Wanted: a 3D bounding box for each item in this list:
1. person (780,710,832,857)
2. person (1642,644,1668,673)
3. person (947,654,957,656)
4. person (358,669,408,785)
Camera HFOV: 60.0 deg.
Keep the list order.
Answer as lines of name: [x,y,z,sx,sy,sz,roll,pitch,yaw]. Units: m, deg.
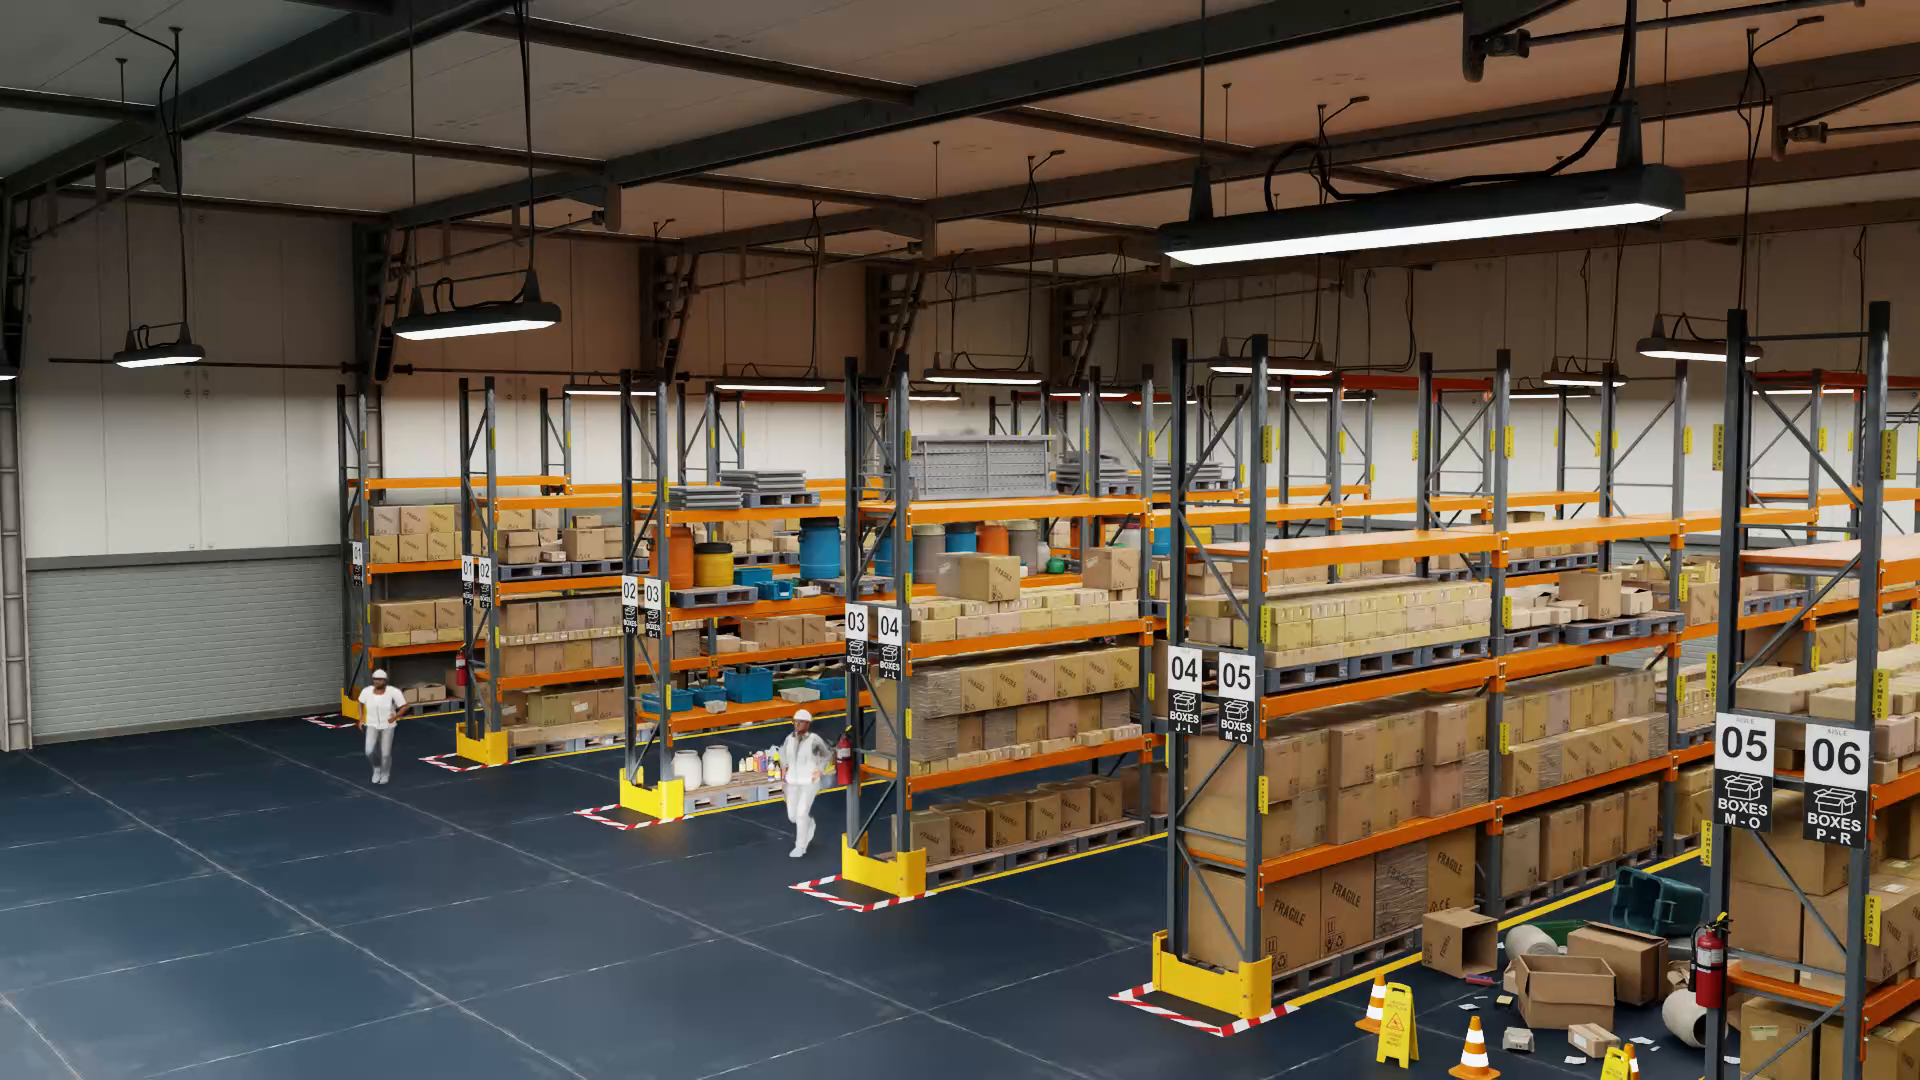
person: [-1.917,2.950,20.389,0.684,1.754,0.733,2,4,24]
person: [11.646,2.524,27.672,0.593,1.651,0.646,1,4,21]
person: [-0.334,2.422,29.263,0.541,1.626,0.539,-4,5,-44]
person: [-8.425,2.721,24.235,0.723,1.711,0.683,-1,4,-9]
